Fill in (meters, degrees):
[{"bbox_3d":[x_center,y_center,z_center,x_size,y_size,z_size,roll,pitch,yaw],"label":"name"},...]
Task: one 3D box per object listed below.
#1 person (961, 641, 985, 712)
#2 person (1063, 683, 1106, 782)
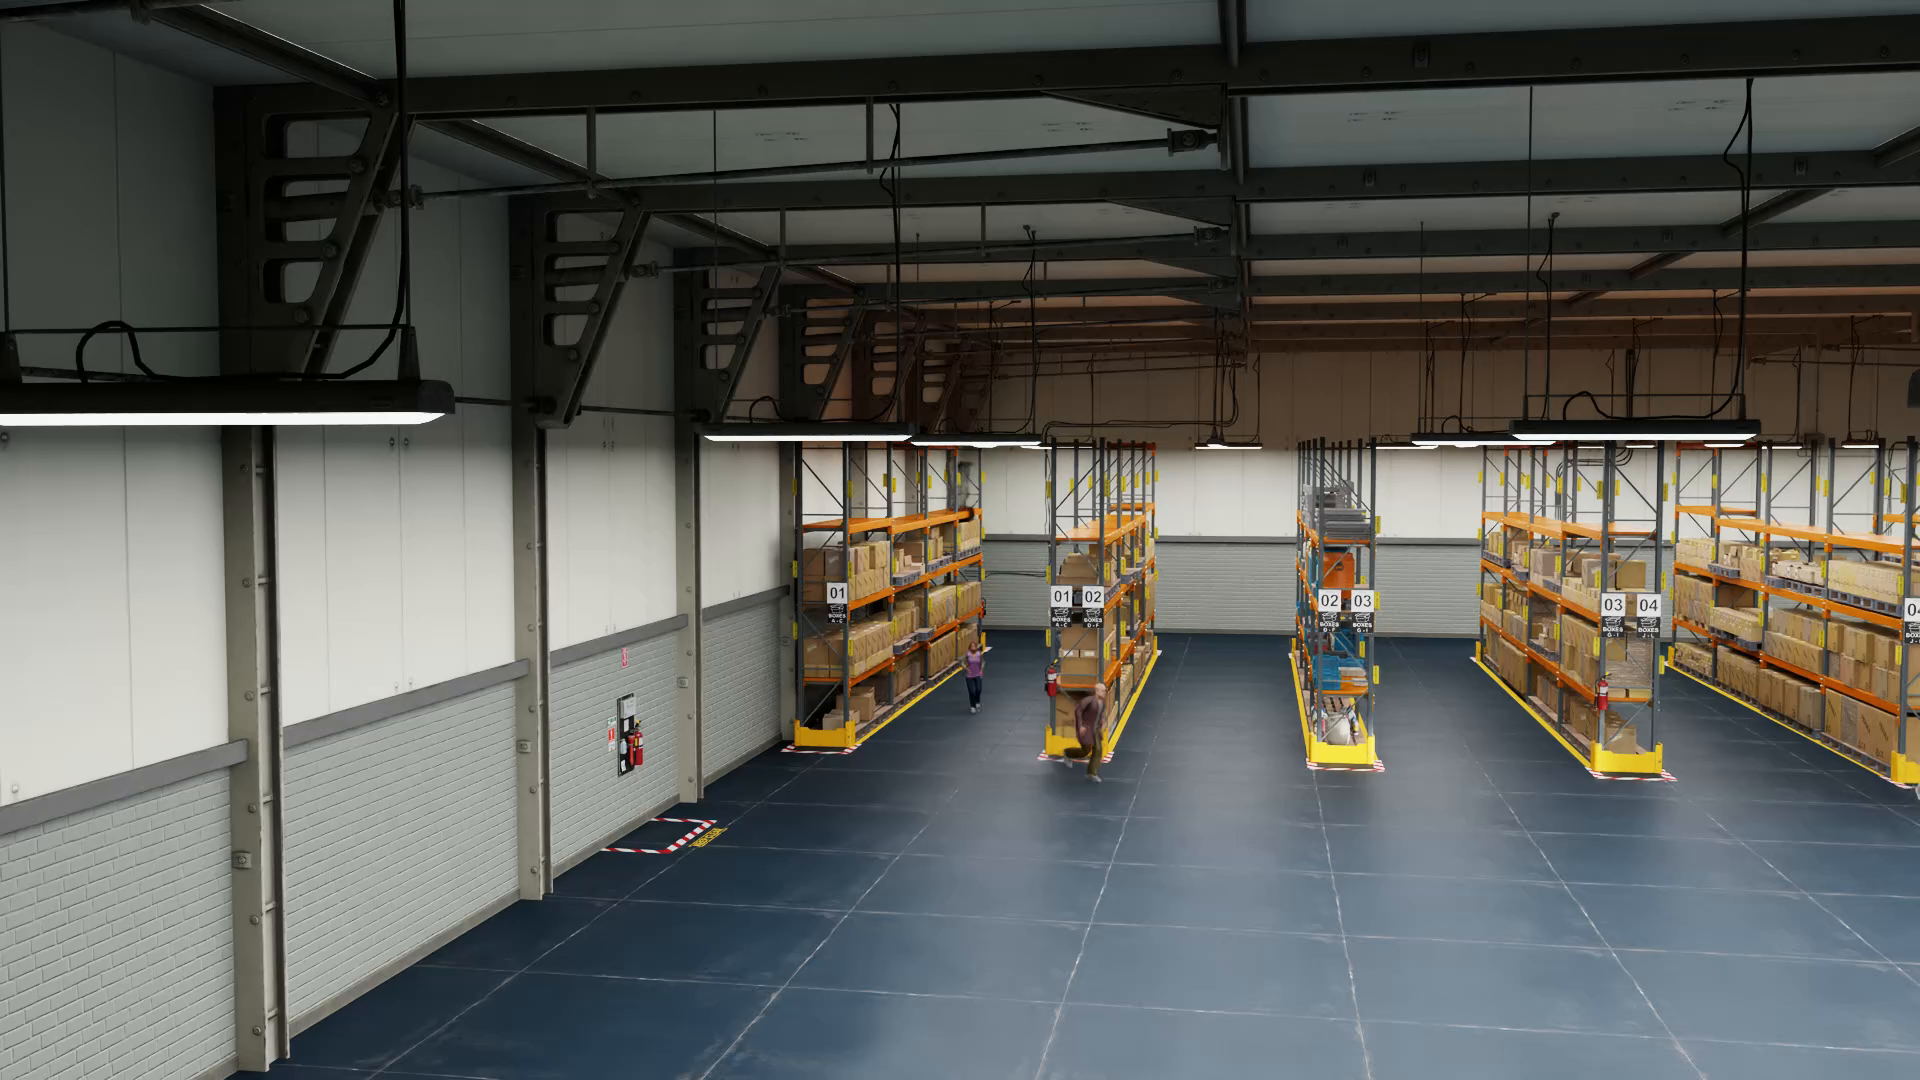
[{"bbox_3d":[0.292,3.003,36.455,0.538,1.566,0.576,0,3,-6],"label":"person"},{"bbox_3d":[2.190,3.345,29.177,0.915,1.730,0.714,2,4,39],"label":"person"}]
